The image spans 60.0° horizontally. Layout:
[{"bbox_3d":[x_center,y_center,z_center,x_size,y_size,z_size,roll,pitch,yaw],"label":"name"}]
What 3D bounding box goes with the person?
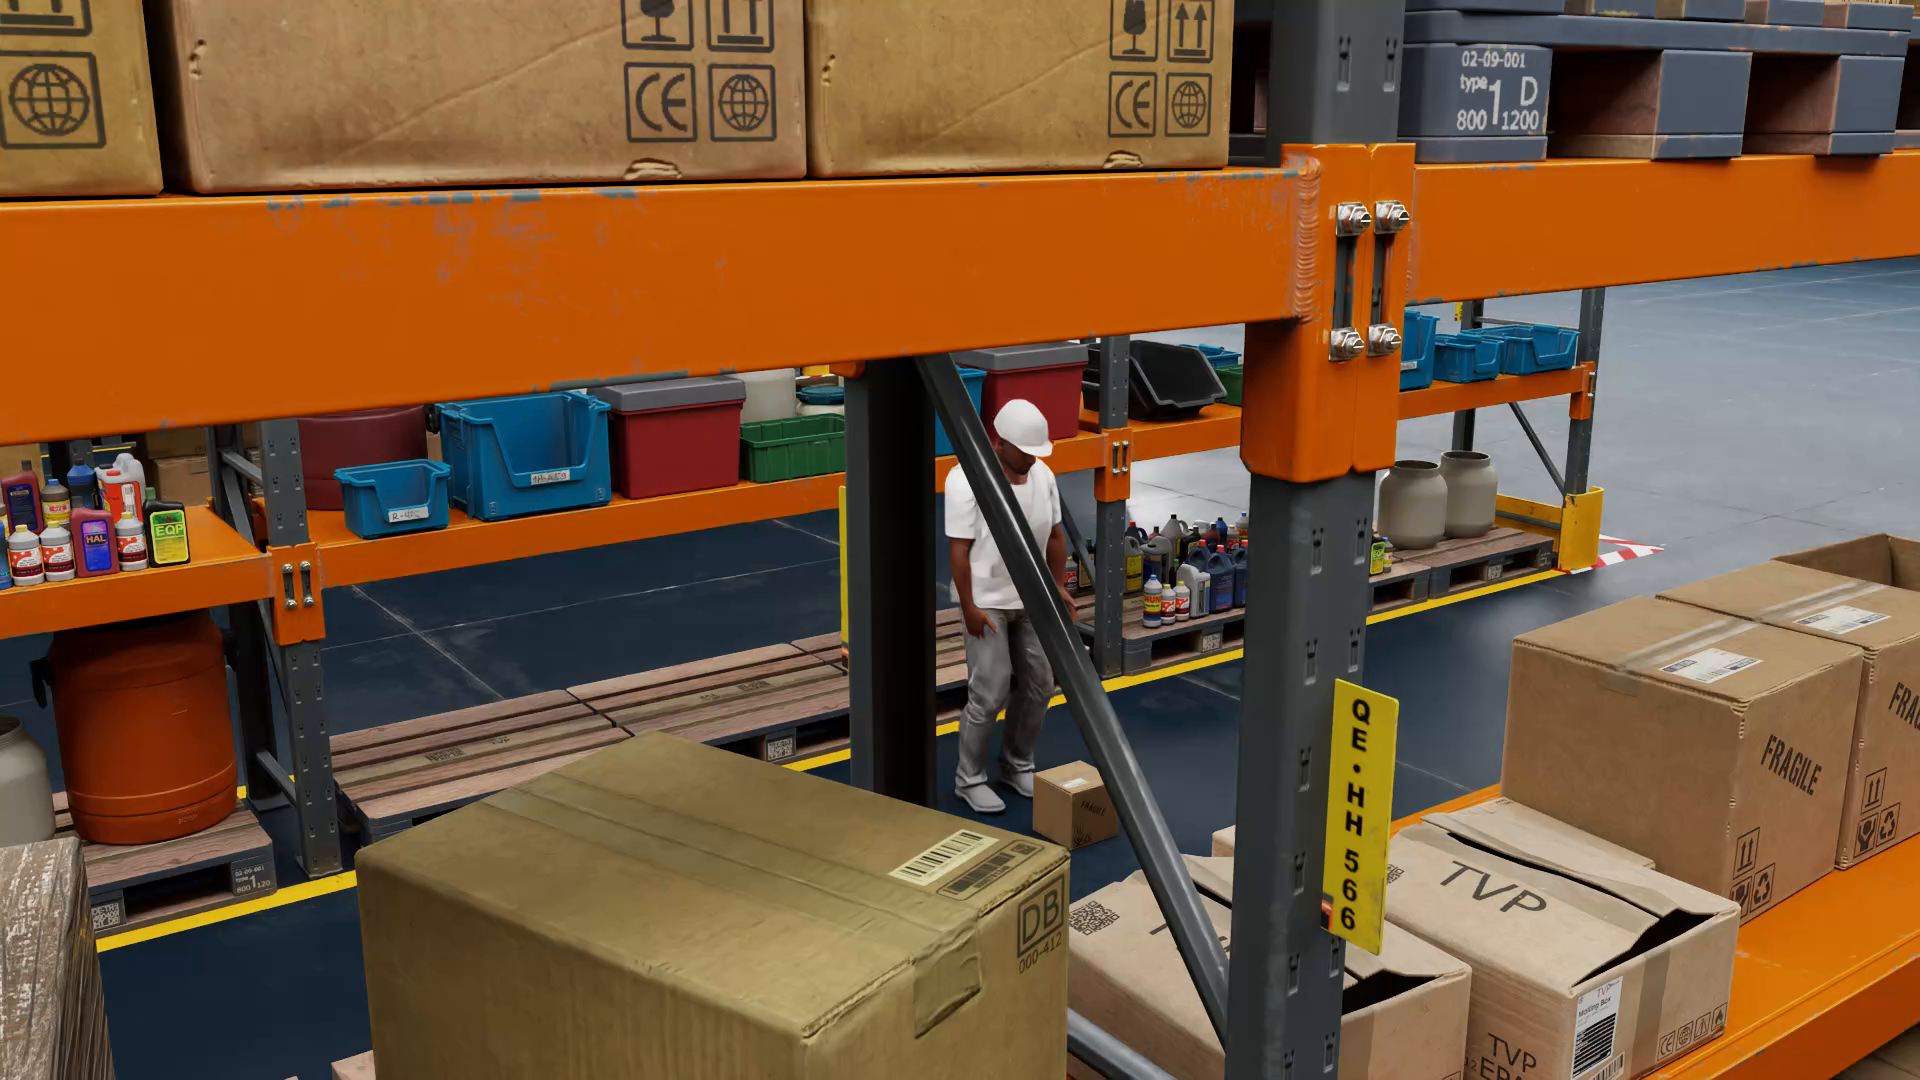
[{"bbox_3d":[0.212,0.263,6.992,0.581,1.738,0.409,-10,17,-33],"label":"person"}]
